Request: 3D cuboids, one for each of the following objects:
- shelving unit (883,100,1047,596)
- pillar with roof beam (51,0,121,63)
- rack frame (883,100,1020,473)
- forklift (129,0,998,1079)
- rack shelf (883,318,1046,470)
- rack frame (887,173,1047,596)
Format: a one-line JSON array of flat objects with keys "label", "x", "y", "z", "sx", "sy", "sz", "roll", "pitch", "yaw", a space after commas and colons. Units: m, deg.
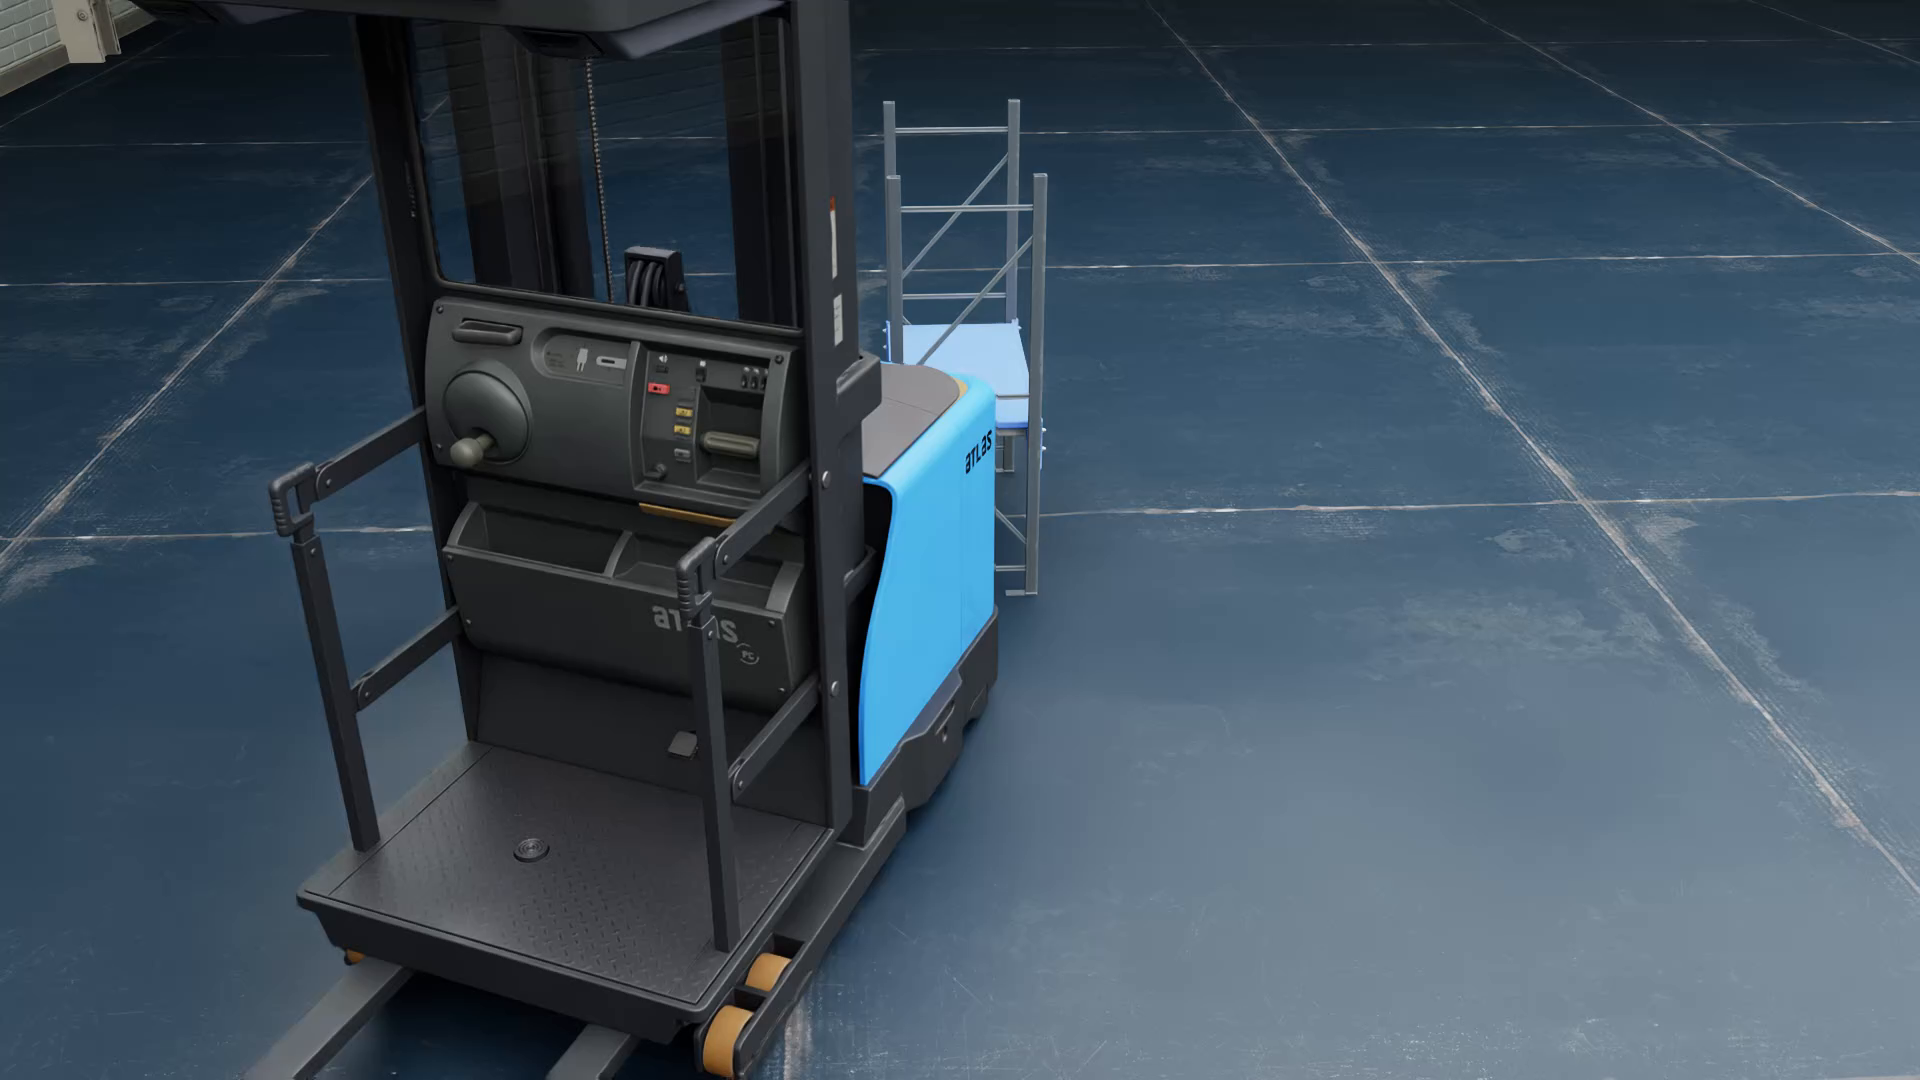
[{"label": "shelving unit", "x": -0.004, "y": -0.704, "z": 5.979, "sx": 0.538, "sy": 1.500, "sz": 1.048, "roll": -1, "pitch": 28, "yaw": -3}, {"label": "pillar with roof beam", "x": -3.030, "y": -8.174, "z": 12.190, "sx": 9.100, "sy": 9.000, "sz": 0.400, "roll": -1, "pitch": 28, "yaw": -3}, {"label": "rack frame", "x": -0.031, "y": -0.939, "z": 6.429, "sx": 0.500, "sy": 1.500, "sz": 0.032, "roll": -1, "pitch": 28, "yaw": -3}, {"label": "forklift", "x": -0.887, "y": -0.270, "z": 3.597, "sx": 1.130, "sy": 2.935, "sz": 3.031, "roll": 10, "pitch": 29, "yaw": 19}, {"label": "rack shelf", "x": -0.004, "y": -0.545, "z": 6.062, "sx": 0.538, "sy": 0.185, "sz": 1.000, "roll": -1, "pitch": 28, "yaw": -3}, {"label": "rack frame", "x": 0.022, "y": -0.470, "z": 5.529, "sx": 0.500, "sy": 1.500, "sz": 0.032, "roll": -1, "pitch": 28, "yaw": -3}]
